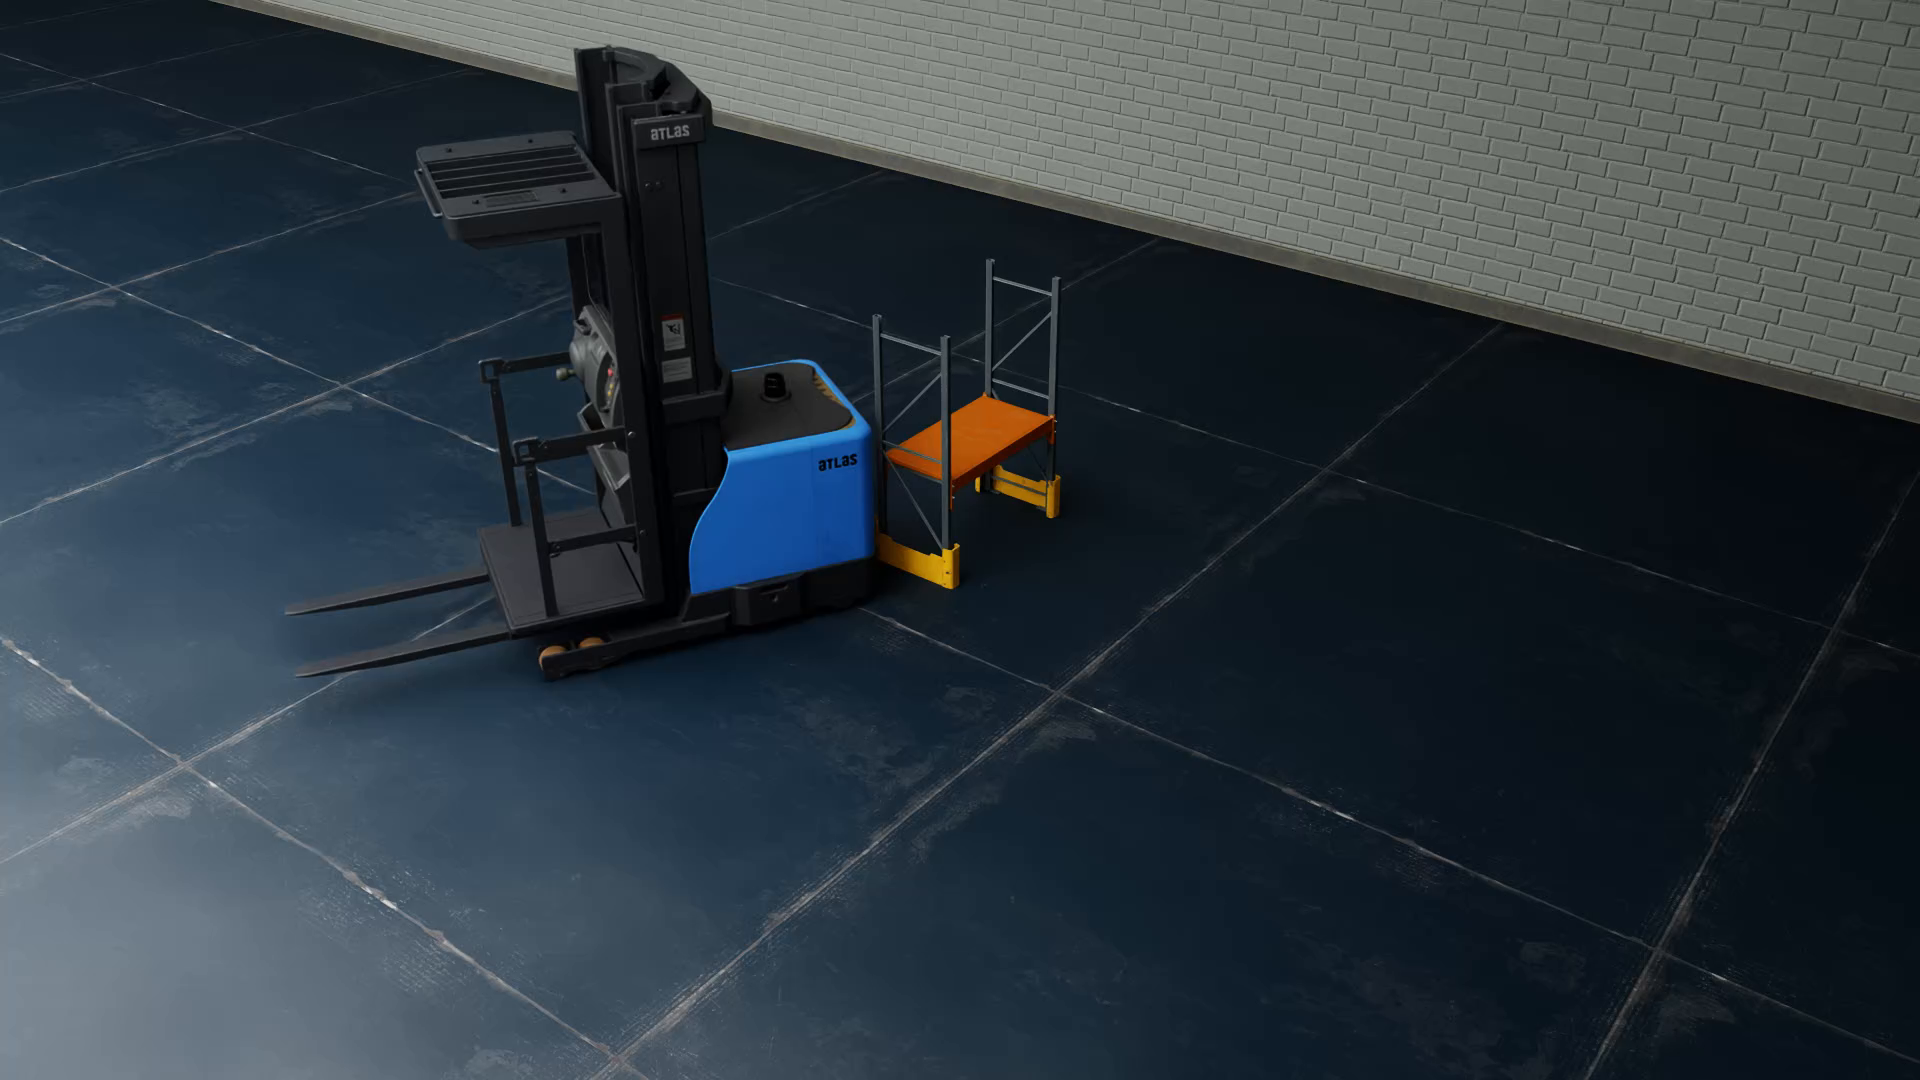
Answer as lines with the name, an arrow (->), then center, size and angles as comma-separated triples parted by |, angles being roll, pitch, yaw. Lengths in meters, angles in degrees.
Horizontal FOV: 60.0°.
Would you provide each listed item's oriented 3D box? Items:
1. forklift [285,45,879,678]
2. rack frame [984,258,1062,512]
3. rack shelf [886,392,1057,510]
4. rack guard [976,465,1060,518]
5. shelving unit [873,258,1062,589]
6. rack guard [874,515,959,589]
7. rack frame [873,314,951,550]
forklift -> -2.013, -0.856, 8.320 | 3.031, 2.935, 1.130 | -12, 33, -20
rack frame -> 0.358, -0.887, 9.775 | 0.500, 1.500, 0.032 | 21, 37, 31
rack shelf -> 0.052, -0.525, 9.518 | 0.538, 0.185, 1.000 | 21, 37, 31
rack guard -> 0.347, -0.341, 10.080 | 0.587, 0.250, 0.087 | 21, 37, 31
shelving unit -> 0.046, -0.676, 9.420 | 0.587, 1.500, 1.083 | 21, 37, 31
rack guard -> -0.255, 0.064, 9.397 | 0.587, 0.250, 0.087 | 21, 37, 31
rack frame -> -0.255, -0.473, 9.077 | 0.500, 1.500, 0.032 | 21, 37, 31
